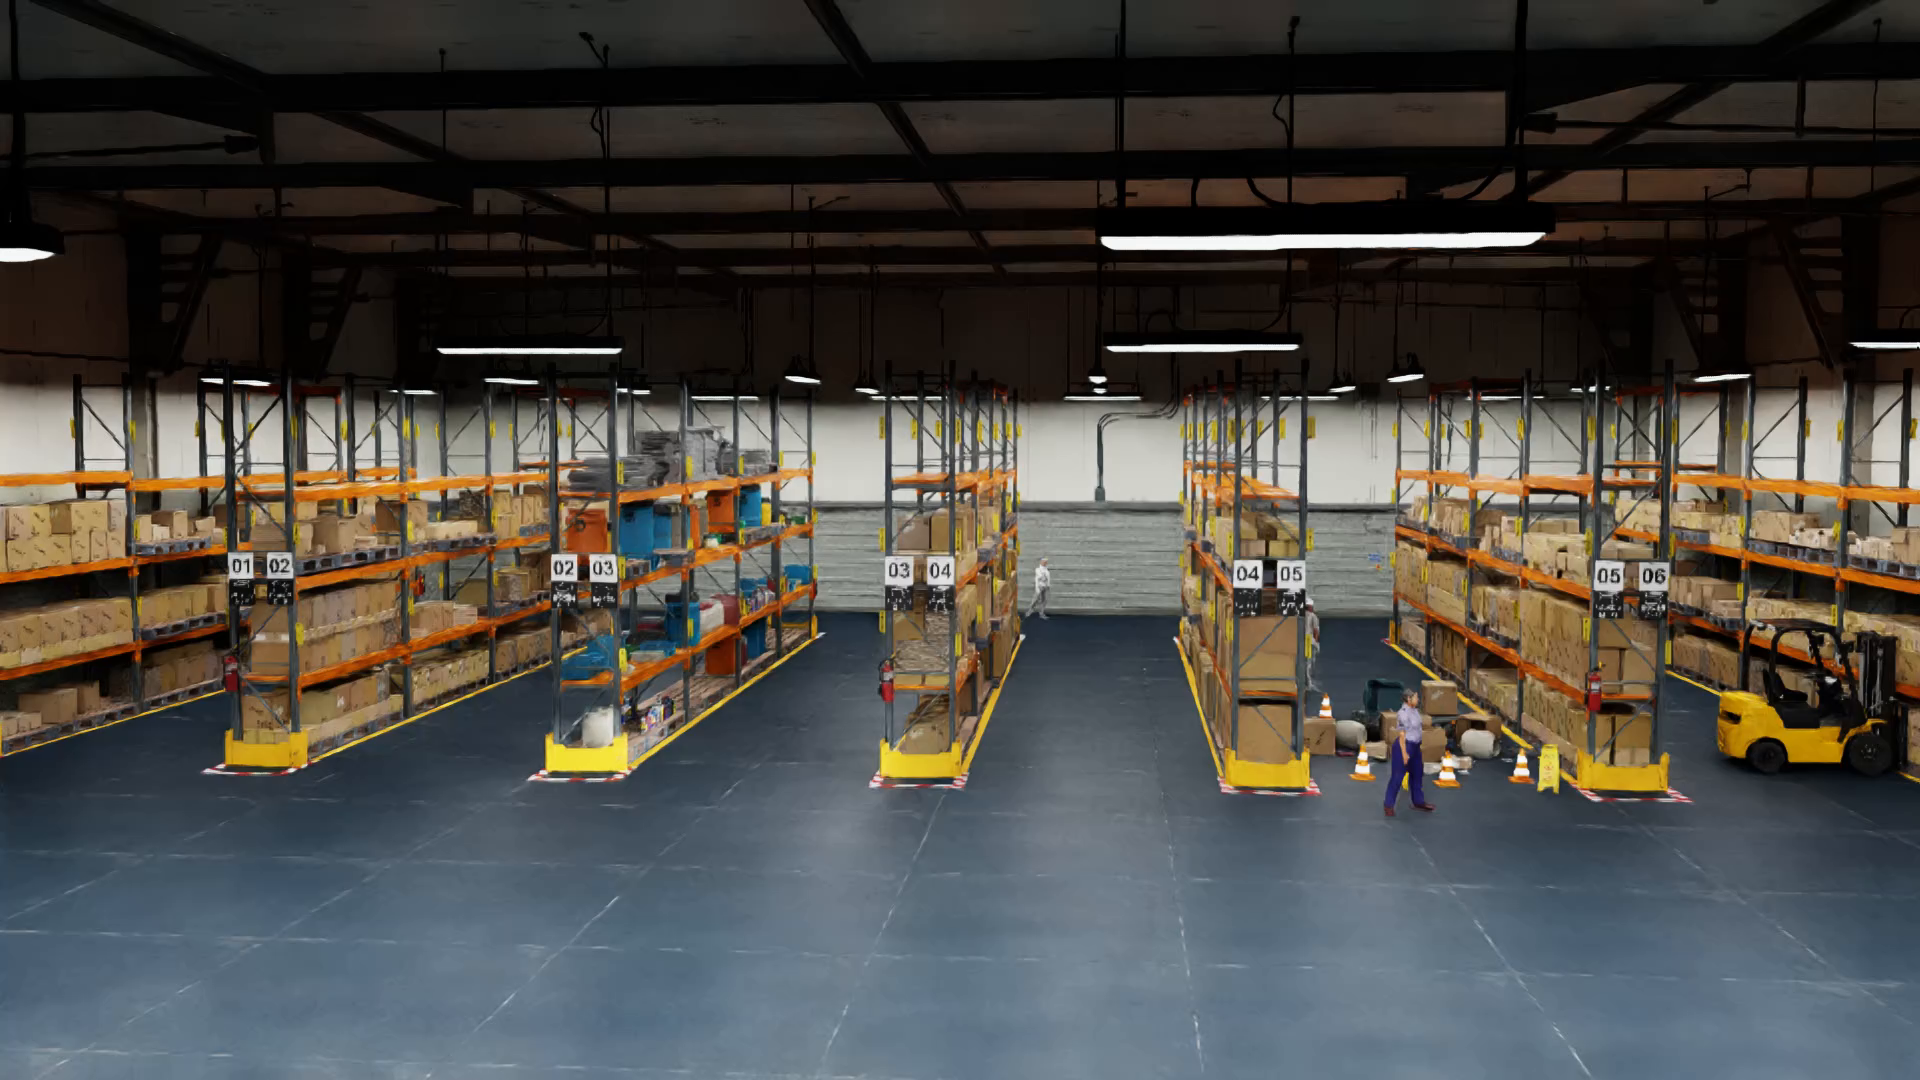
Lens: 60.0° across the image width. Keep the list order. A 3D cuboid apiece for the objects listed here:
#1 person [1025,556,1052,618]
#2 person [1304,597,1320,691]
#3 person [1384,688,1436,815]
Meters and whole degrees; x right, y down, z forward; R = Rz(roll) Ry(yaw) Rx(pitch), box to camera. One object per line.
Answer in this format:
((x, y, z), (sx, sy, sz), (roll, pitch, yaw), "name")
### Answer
((2.081, 1.259, 44.389), (0.669, 1.663, 0.497), (-3, 5, -38), "person")
((6.733, 1.988, 32.027), (0.456, 1.786, 0.620), (-2, 4, -26), "person")
((5.871, 2.741, 21.750), (0.528, 1.639, 0.708), (3, 5, 37), "person")
